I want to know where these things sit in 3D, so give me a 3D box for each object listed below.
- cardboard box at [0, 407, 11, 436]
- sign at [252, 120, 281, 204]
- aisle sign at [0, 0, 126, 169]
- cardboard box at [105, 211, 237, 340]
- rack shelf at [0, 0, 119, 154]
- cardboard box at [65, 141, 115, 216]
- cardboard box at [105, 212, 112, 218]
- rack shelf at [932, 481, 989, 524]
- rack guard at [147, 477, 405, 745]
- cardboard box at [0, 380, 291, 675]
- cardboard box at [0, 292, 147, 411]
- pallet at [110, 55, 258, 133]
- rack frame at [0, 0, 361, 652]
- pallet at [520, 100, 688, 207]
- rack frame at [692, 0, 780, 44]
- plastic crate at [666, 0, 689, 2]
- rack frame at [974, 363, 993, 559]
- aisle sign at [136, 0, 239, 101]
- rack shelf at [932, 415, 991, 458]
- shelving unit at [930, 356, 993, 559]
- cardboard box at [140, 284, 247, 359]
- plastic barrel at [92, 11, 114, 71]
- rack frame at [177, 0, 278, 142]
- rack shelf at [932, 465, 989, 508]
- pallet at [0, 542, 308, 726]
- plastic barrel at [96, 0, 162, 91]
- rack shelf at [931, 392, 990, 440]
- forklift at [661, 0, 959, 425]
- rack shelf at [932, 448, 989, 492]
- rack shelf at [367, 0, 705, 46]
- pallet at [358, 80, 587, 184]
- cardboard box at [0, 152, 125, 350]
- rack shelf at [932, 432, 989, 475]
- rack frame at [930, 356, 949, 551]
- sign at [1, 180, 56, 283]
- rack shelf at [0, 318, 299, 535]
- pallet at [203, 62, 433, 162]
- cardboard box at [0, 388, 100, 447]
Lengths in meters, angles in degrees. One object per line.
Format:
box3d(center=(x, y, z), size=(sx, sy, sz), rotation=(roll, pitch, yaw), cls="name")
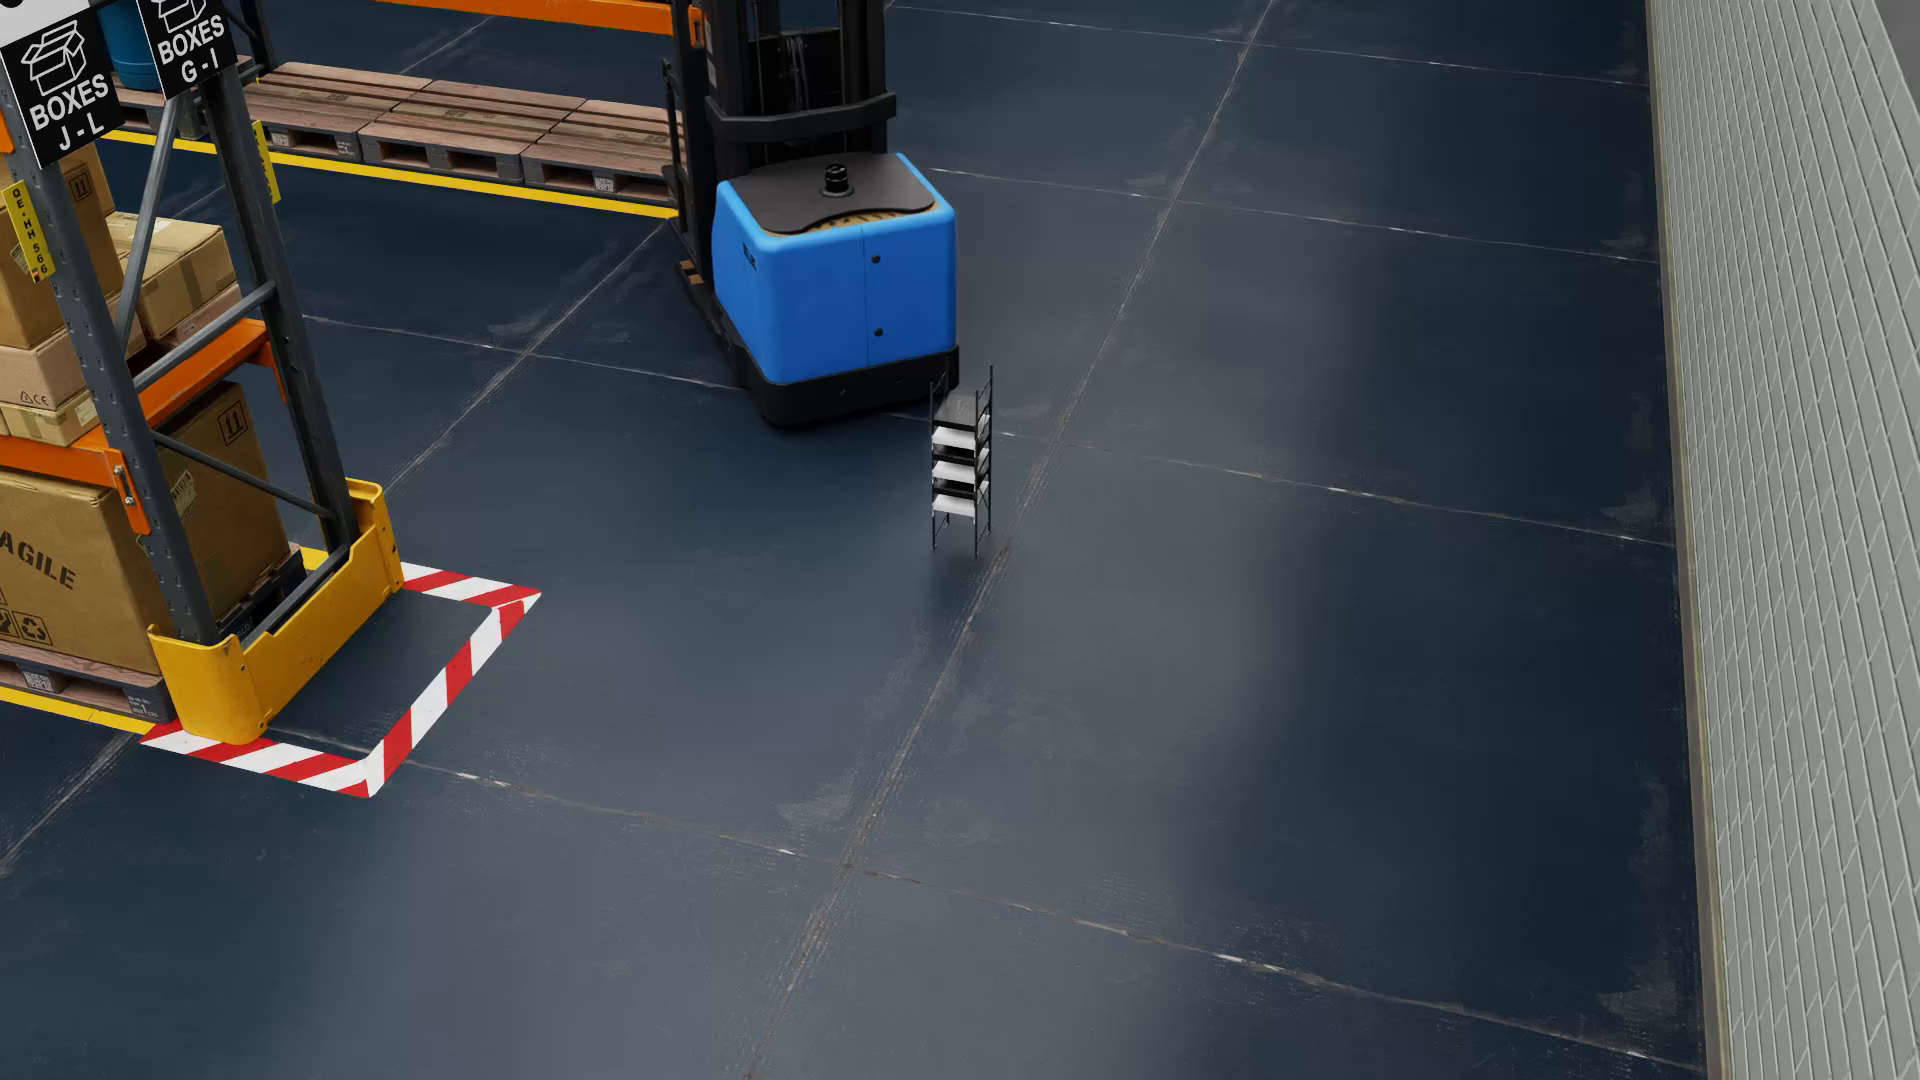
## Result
box3d(center=(-3.533, -0.564, 6.198), size=(0.250, 0.149, 0.380), rotation=(11, 38, 14), cls="cardboard box")
box3d(center=(-2.675, -1.437, 6.375), size=(0.005, 0.325, 0.100), rotation=(10, 38, 14), cls="sign")
box3d(center=(-2.867, -1.608, 5.212), size=(0.004, 0.787, 0.394), rotation=(10, 38, 14), cls="aisle sign")
box3d(center=(-3.224, -1.041, 6.509), size=(0.500, 0.250, 0.500), rotation=(10, 37, 13), cls="cardboard box")
box3d(center=(-4.756, -2.016, 6.035), size=(4.000, 0.370, 1.077), rotation=(10, 38, 14), cls="rack shelf")
box3d(center=(-3.702, -1.431, 6.407), size=(0.500, 0.500, 0.500), rotation=(10, 37, 13), cls="cardboard box")
box3d(center=(-3.722, -1.129, 6.629), size=(0.500, 0.250, 0.500), rotation=(10, 38, 13), cls="cardboard box")
box3d(center=(0.008, -0.189, 7.608), size=(0.200, 0.077, 0.258), rotation=(10, 38, 14), cls="rack shelf")
box3d(center=(-2.824, 0.267, 6.965), size=(0.348, 0.500, 1.175), rotation=(10, 38, 14), cls="rack guard")
box3d(center=(-3.481, -0.125, 6.828), size=(0.875, 0.875, 0.875), rotation=(10, 38, 14), cls="cardboard box")
box3d(center=(-3.388, -0.739, 6.099), size=(0.500, 0.250, 0.500), rotation=(10, 38, 13), cls="cardboard box")
box3d(center=(-5.912, -3.290, 12.042), size=(1.213, 0.211, 1.003), rotation=(10, 38, 14), cls="pallet")
box3d(center=(-2.847, -0.744, 6.230), size=(0.127, 3.000, 1.000), rotation=(10, 38, 14), cls="rack frame")
box3d(center=(-2.145, -2.591, 11.092), size=(1.213, 0.211, 1.003), rotation=(10, 38, 14), cls="pallet")
box3d(center=(-1.370, -3.546, 10.038), size=(0.127, 3.000, 1.000), rotation=(10, 38, 14), cls="rack frame")
box3d(center=(-1.745, -3.538, 9.946), size=(0.499, 0.435, 0.616), rotation=(10, 38, 14), cls="plastic crate")
box3d(center=(0.105, -0.343, 7.457), size=(0.006, 0.900, 0.240), rotation=(10, 38, 14), cls="rack frame")
box3d(center=(-2.688, -1.948, 5.673), size=(0.004, 0.787, 0.394), rotation=(10, 38, 14), cls="aisle sign")
box3d(center=(0.008, -0.479, 7.394), size=(0.200, 0.077, 0.258), rotation=(10, 38, 14), cls="rack shelf")
box3d(center=(0.008, -0.361, 7.481), size=(0.210, 0.900, 0.258), rotation=(10, 38, 14), cls="shelving unit")
box3d(center=(-3.087, -0.892, 6.644), size=(0.250, 0.149, 0.380), rotation=(11, 38, 14), cls="cardboard box")
box3d(center=(-6.378, -3.808, 11.810), size=(0.708, 0.901, 0.600), rotation=(10, 38, 14), cls="plastic barrel")
box3d(center=(-5.188, -4.253, 10.998), size=(0.127, 3.000, 1.000), rotation=(10, 38, 14), cls="rack frame")
box3d(center=(0.008, -0.262, 7.554), size=(0.200, 0.077, 0.258), rotation=(10, 38, 14), cls="rack shelf")
box3d(center=(-3.633, 0.282, 7.189), size=(1.213, 0.211, 1.003), rotation=(10, 38, 14), cls="pallet")
box3d(center=(-5.702, -3.683, 11.640), size=(0.708, 0.901, 0.600), rotation=(10, 38, 14), cls="plastic barrel")
box3d(center=(0.008, -0.552, 7.341), size=(0.200, 0.077, 0.258), rotation=(10, 38, 14), cls="rack shelf")
box3d(center=(-1.027, -2.632, 8.854), size=(1.130, 2.935, 3.031), rotation=(-13, 38, -18), cls="forklift")
box3d(center=(0.008, -0.334, 7.501), size=(0.200, 0.077, 0.258), rotation=(10, 38, 14), cls="rack shelf")
box3d(center=(-3.279, -3.610, 10.731), size=(4.000, 0.370, 1.077), rotation=(10, 38, 14), cls="rack shelf")
box3d(center=(-3.306, -2.808, 11.387), size=(1.213, 0.211, 1.003), rotation=(10, 38, 14), cls="pallet")
box3d(center=(-3.390, -1.043, 5.879), size=(0.500, 0.500, 0.500), rotation=(11, 38, 14), cls="cardboard box")
box3d(center=(0.008, -0.407, 7.448), size=(0.200, 0.077, 0.258), rotation=(10, 38, 14), cls="rack shelf")
box3d(center=(-0.089, -0.379, 7.506), size=(0.006, 0.900, 0.240), rotation=(10, 38, 14), cls="rack frame")
box3d(center=(-3.022, -1.001, 5.403), size=(0.005, 0.325, 0.100), rotation=(10, 38, 14), cls="sign")
box3d(center=(-4.756, -0.808, 6.924), size=(4.000, 0.370, 1.077), rotation=(10, 38, 14), cls="rack shelf")
box3d(center=(-4.474, -3.022, 11.678), size=(1.213, 0.211, 1.003), rotation=(10, 38, 14), cls="pallet")
box3d(center=(-3.285, -0.519, 6.137), size=(0.250, 0.149, 0.380), rotation=(11, 38, 15), cls="cardboard box")
